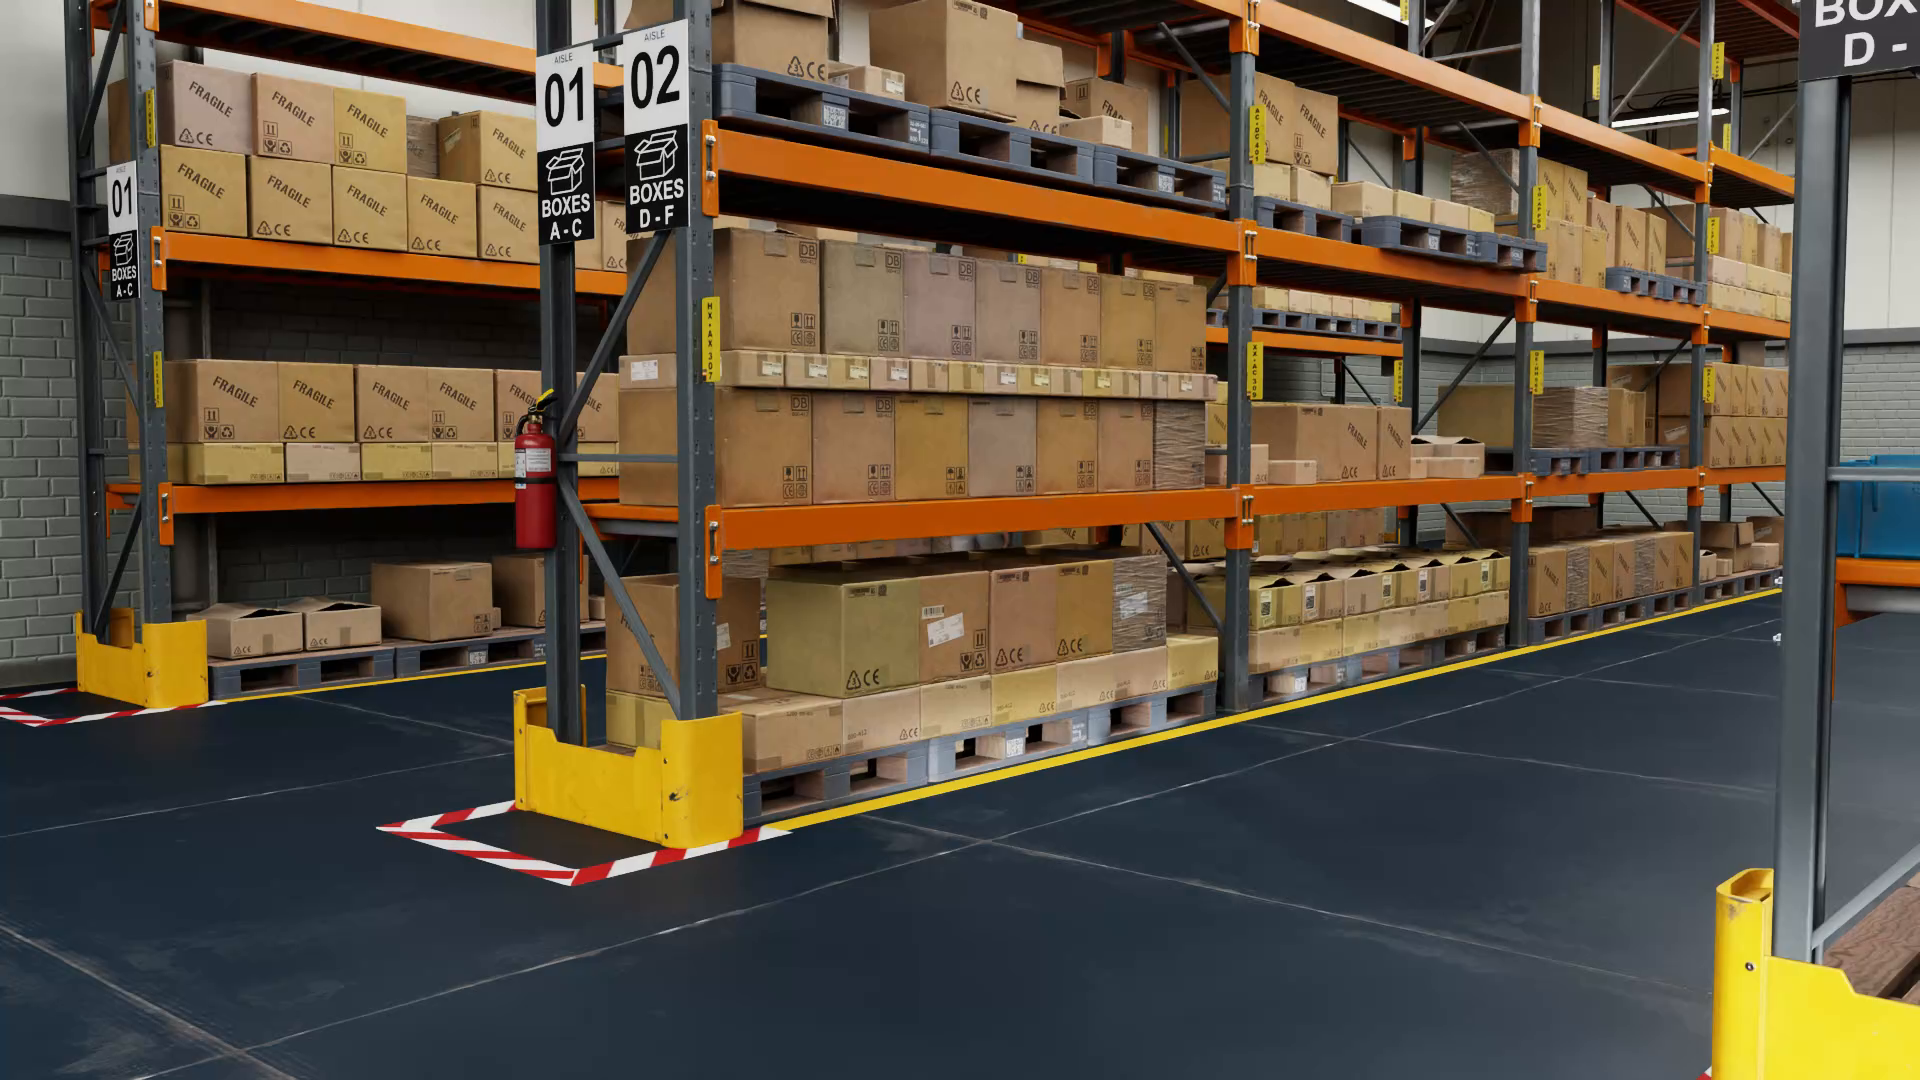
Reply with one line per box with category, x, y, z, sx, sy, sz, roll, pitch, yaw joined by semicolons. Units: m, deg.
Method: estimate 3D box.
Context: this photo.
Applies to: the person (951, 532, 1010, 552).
person;0.158;-0.106;13.262;0.530;1.744;0.681;1;4;11
